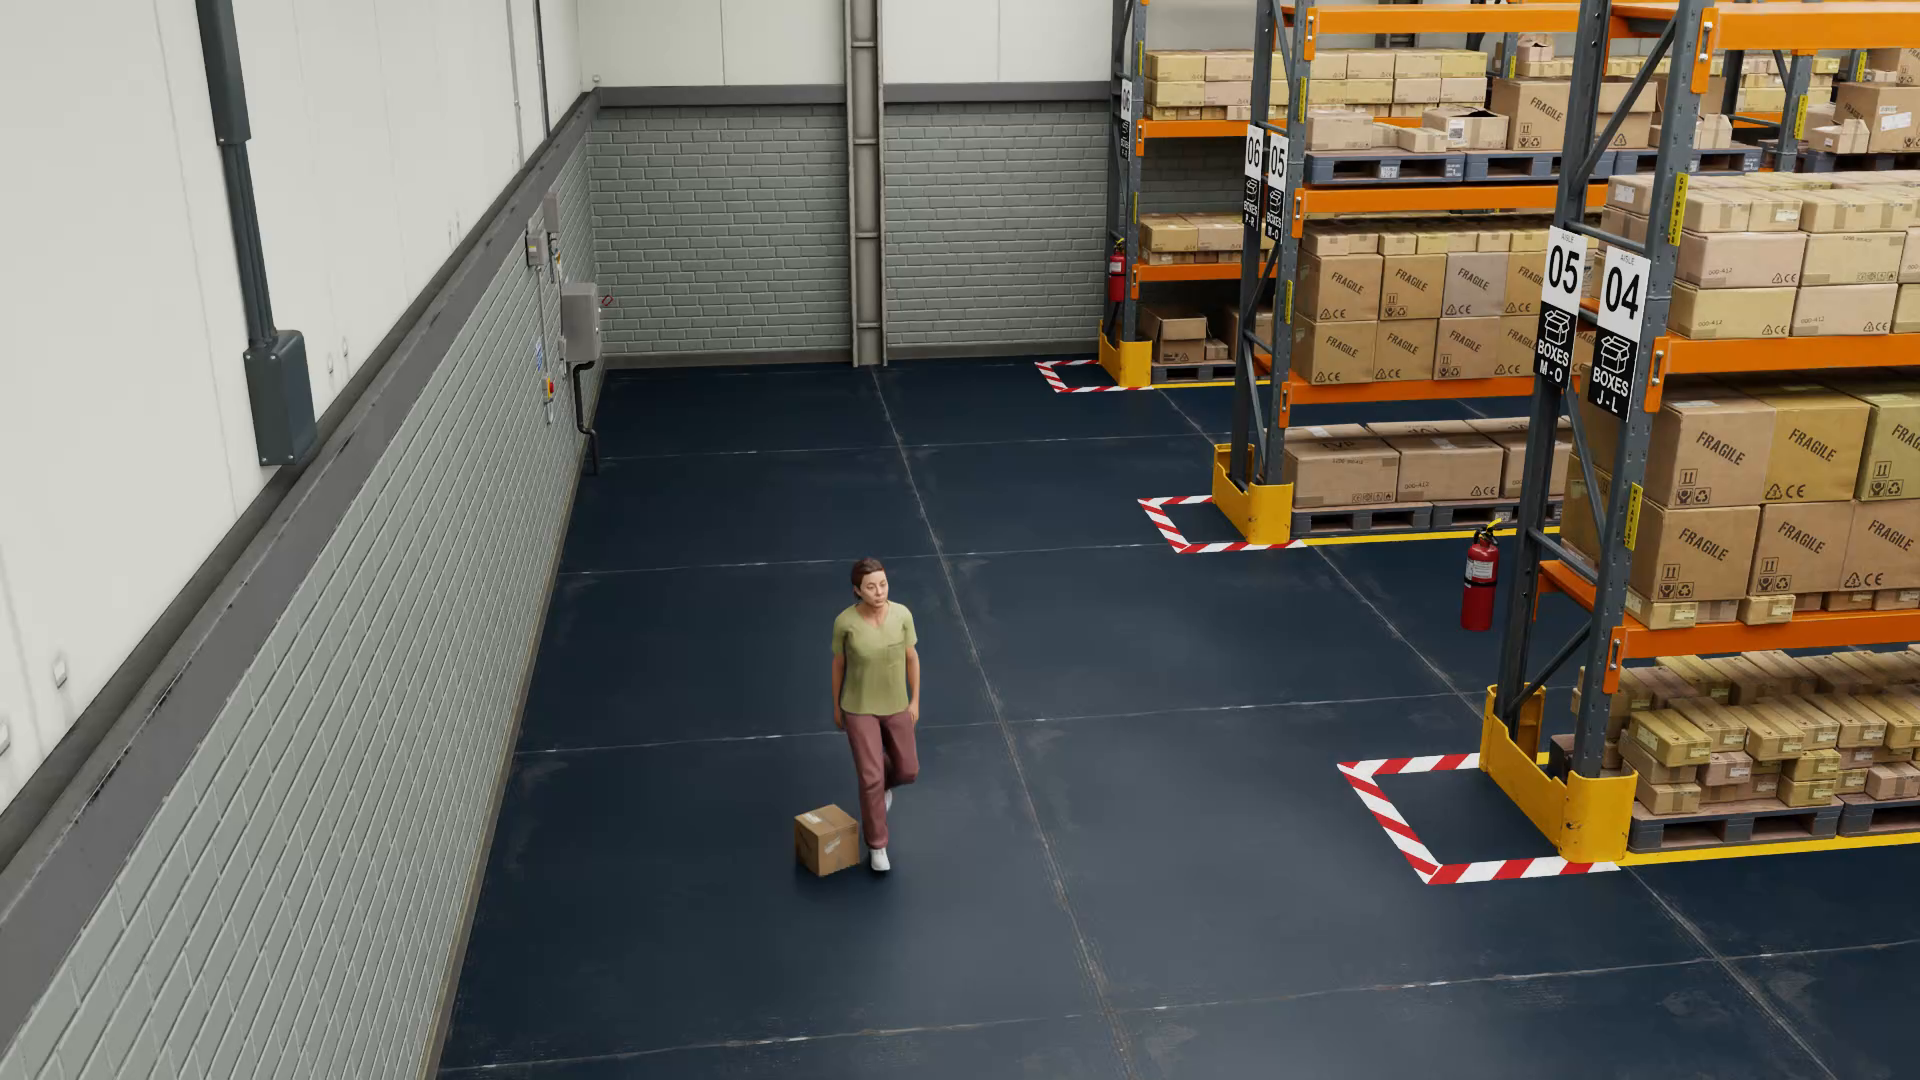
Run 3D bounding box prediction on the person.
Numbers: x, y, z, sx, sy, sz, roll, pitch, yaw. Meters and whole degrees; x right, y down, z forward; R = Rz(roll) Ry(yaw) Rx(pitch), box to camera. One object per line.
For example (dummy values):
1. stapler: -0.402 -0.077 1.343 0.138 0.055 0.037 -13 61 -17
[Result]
1. person: -0.444 0.852 8.714 0.458 1.647 0.703 -6 21 -15
